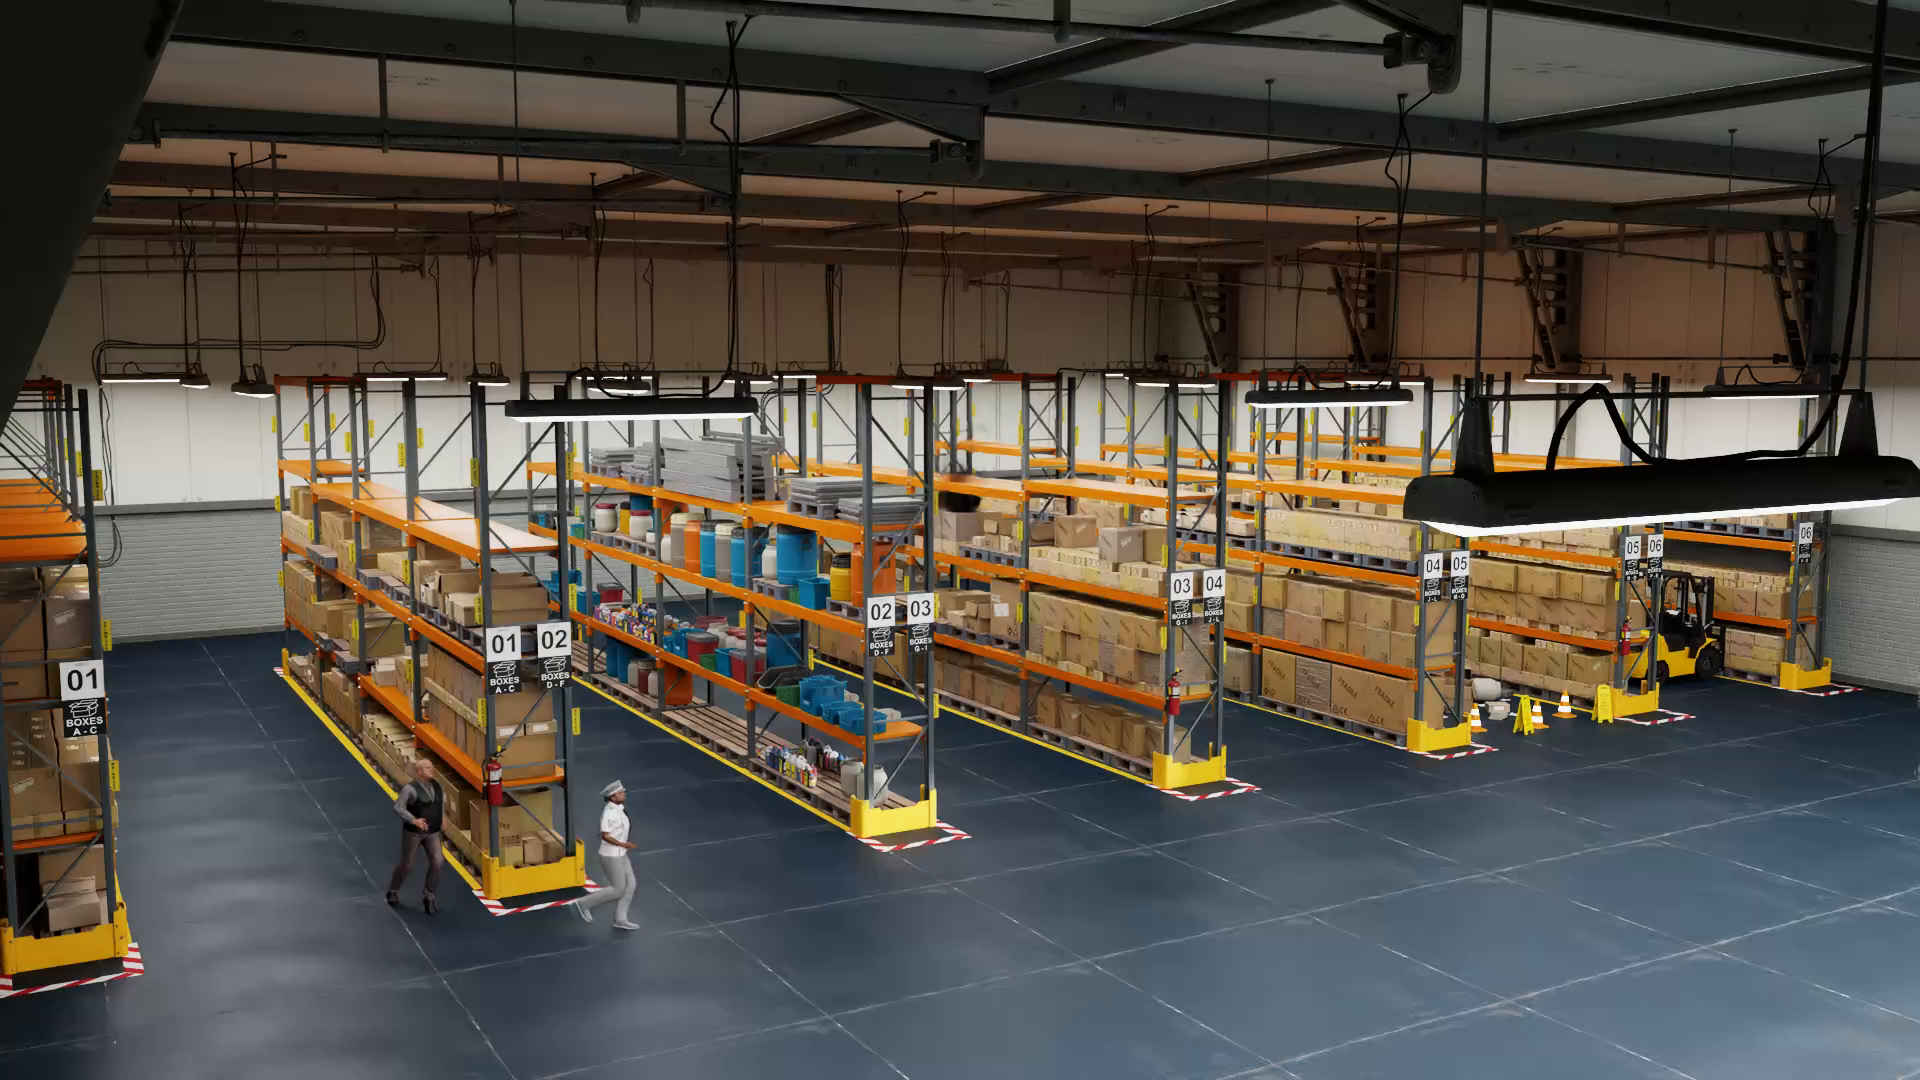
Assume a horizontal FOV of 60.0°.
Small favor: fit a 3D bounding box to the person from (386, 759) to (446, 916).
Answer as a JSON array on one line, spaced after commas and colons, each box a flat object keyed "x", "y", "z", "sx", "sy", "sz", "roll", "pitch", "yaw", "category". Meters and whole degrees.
[{"x": -6.197, "y": 3.400, "z": 19.194, "sx": 0.757, "sy": 1.747, "sz": 0.727, "roll": 5, "pitch": 8, "yaw": 41, "category": "person"}]

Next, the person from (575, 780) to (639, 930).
[{"x": -3.916, "y": 3.496, "z": 18.512, "sx": 0.688, "sy": 1.676, "sz": 0.581, "roll": 0, "pitch": 6, "yaw": -2, "category": "person"}]
